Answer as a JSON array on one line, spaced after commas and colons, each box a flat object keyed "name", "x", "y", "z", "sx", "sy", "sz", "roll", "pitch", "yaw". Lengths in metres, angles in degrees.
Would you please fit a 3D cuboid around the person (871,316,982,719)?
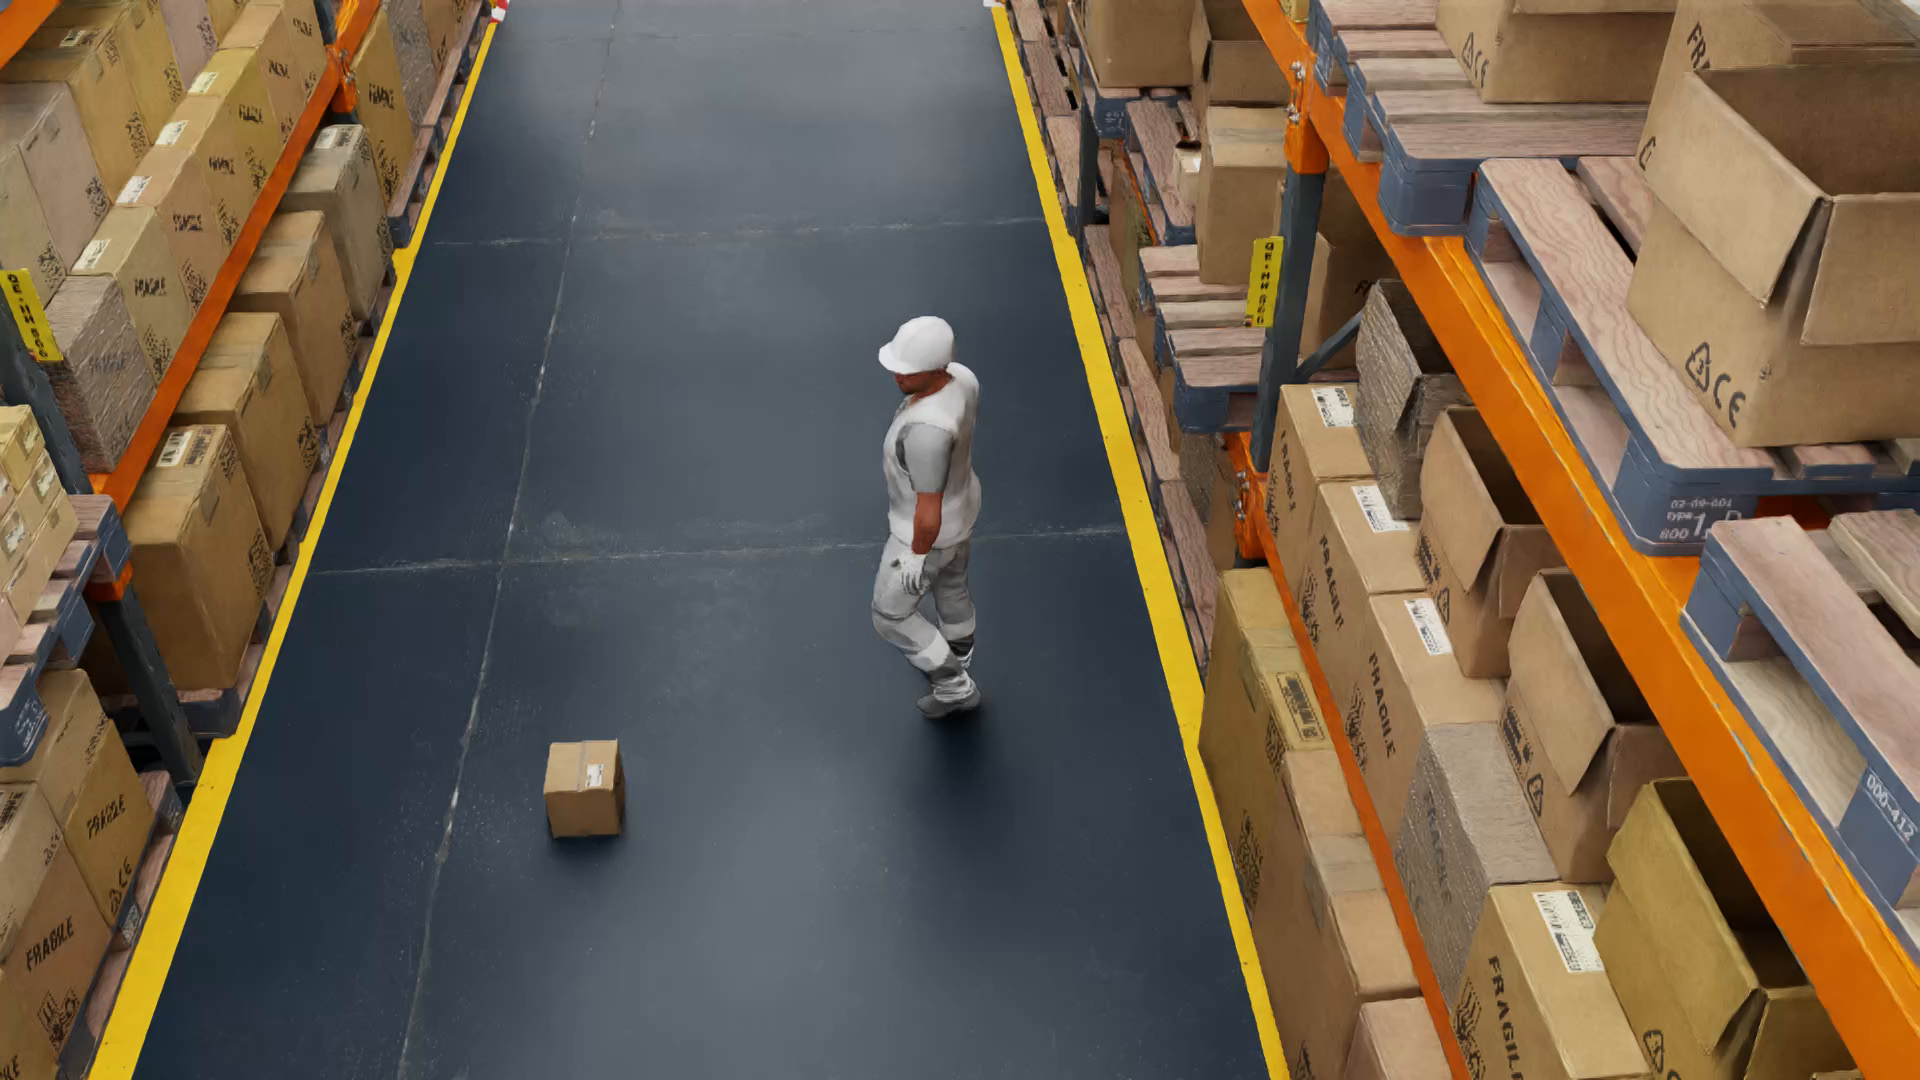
[{"name": "person", "x": -0.081, "y": -0.073, "z": 6.202, "sx": 0.430, "sy": 1.789, "sz": 0.594, "roll": 12, "pitch": 40, "yaw": 15}]
